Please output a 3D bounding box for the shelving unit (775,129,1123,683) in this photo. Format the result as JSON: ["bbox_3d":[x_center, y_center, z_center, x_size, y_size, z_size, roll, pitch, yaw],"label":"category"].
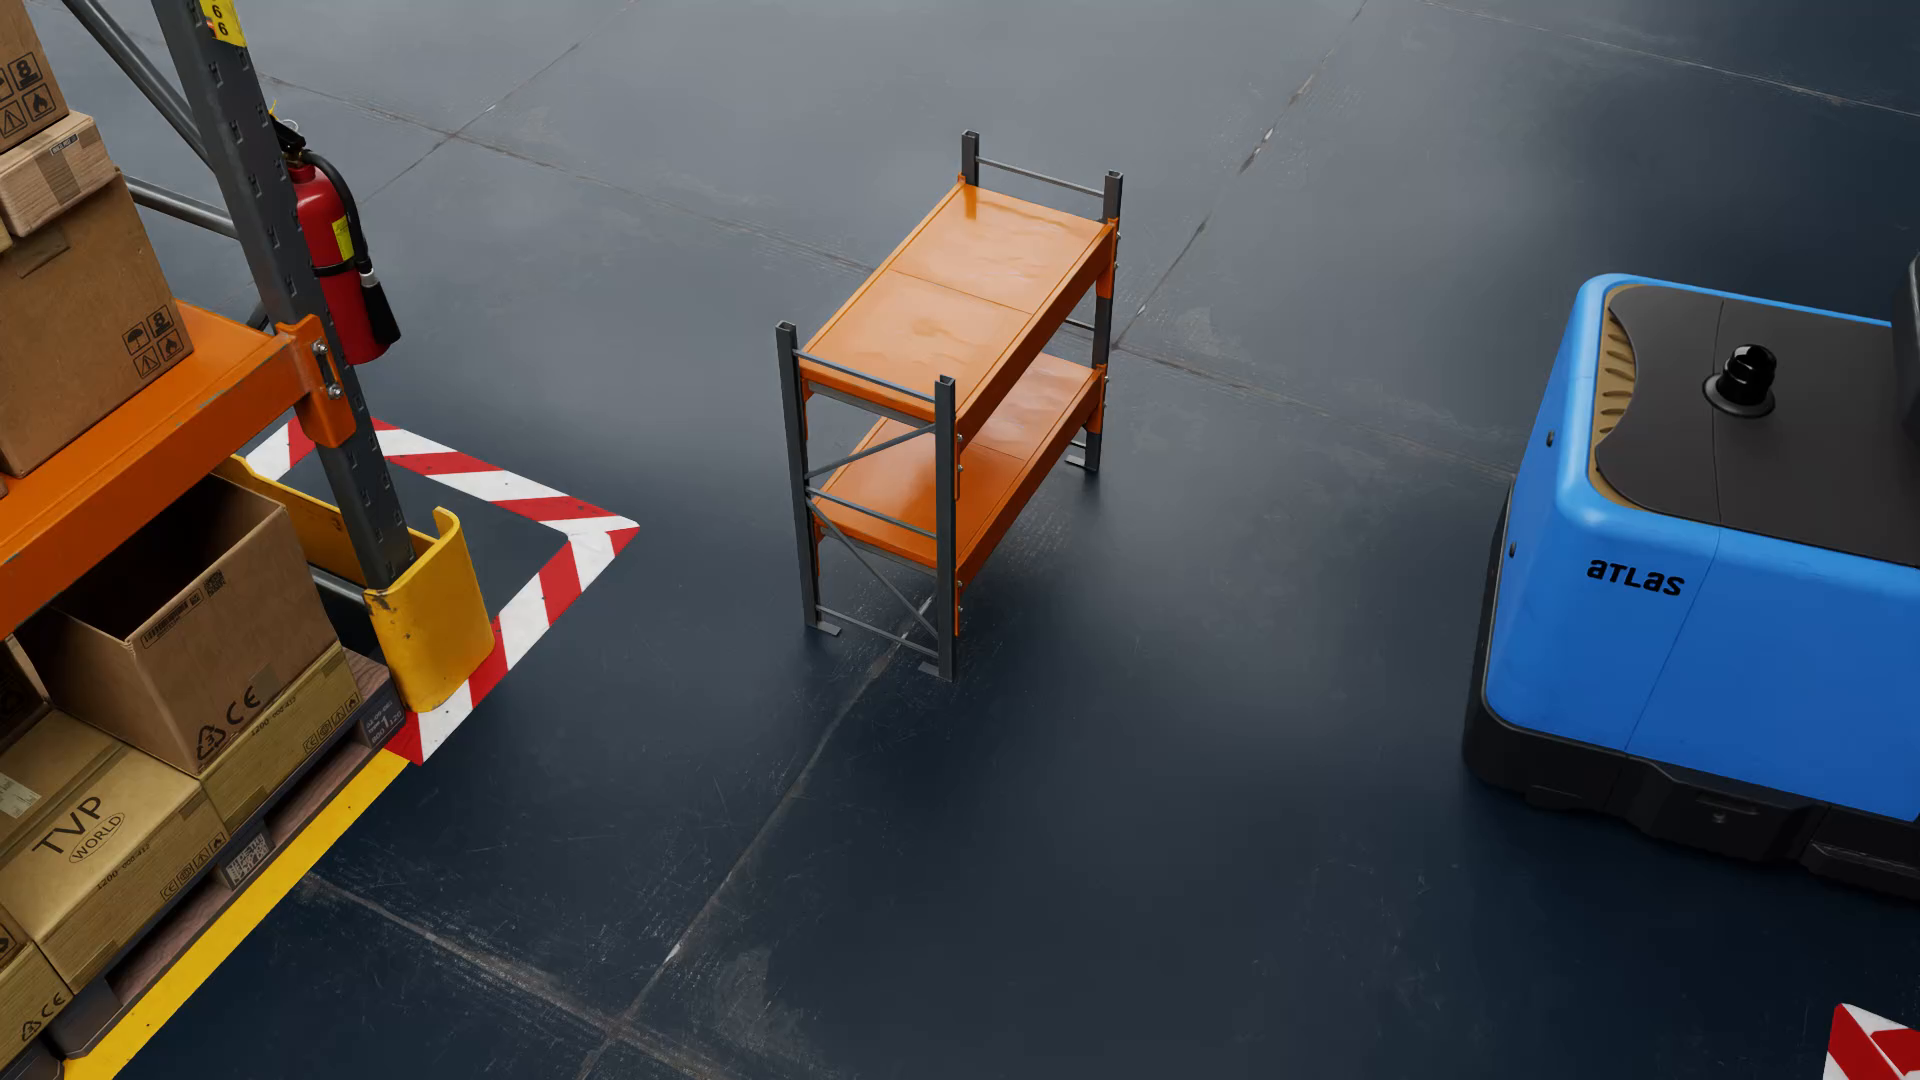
[{"bbox_3d":[-0.003,-0.391,4.846,0.538,1.125,1.048,20,49,19],"label":"shelving unit"}]

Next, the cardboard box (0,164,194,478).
[{"bbox_3d":[-2.195,-0.574,3.638,0.700,0.500,0.500,20,49,19],"label":"cardboard box"}]

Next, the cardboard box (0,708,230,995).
[{"bbox_3d":[-2.176,0.745,4.043,0.500,0.250,0.500,20,49,19],"label":"cardboard box"}]

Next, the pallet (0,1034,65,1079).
[{"bbox_3d":[-2.852,1.413,3.705,1.003,0.211,1.213,20,49,19],"label":"pallet"}]

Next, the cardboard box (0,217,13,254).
[{"bbox_3d":[-2.096,-0.623,3.230,0.380,0.149,0.250,22,49,20],"label":"cardboard box"}]

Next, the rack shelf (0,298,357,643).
[{"bbox_3d":[-2.895,0.684,2.971,1.077,0.370,4.000,20,49,19],"label":"rack shelf"}]

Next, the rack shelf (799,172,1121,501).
[{"bbox_3d":[-0.003,-0.597,4.638,0.538,0.278,1.000,20,49,19],"label":"rack shelf"}]

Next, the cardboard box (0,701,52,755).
[{"bbox_3d":[-2.642,0.571,4.215,0.500,0.250,0.500,20,49,19],"label":"cardboard box"}]

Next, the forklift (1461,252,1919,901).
[{"bbox_3d":[2.953,-0.355,3.540,3.031,2.935,1.130,13,47,13],"label":"forklift"}]

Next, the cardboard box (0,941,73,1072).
[{"bbox_3d":[-2.406,1.060,3.731,0.500,0.250,0.500,20,49,19],"label":"cardboard box"}]

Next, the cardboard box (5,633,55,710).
[{"bbox_3d":[-2.413,0.255,4.527,0.500,0.250,0.500,20,49,19],"label":"cardboard box"}]

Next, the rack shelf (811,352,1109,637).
[{"bbox_3d":[-0.003,-0.219,5.020,0.538,0.278,1.000,20,49,19],"label":"rack shelf"}]

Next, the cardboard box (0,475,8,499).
[{"bbox_3d":[-2.435,-0.241,3.309,0.700,0.500,0.500,22,49,20],"label":"cardboard box"}]

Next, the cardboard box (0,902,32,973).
[{"bbox_3d":[-2.404,0.798,3.463,0.500,0.500,0.500,20,49,19],"label":"cardboard box"}]

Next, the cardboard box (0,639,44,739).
[{"bbox_3d":[-2.643,0.307,3.949,0.500,0.500,0.500,20,49,19],"label":"cardboard box"}]

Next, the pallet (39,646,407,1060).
[{"bbox_3d":[-2.285,0.647,4.462,1.003,0.211,1.213,20,49,19],"label":"pallet"}]

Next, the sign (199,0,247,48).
[{"bbox_3d":[-1.493,-1.131,3.278,0.100,0.325,0.005,20,49,19],"label":"sign"}]

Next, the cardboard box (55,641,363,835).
[{"bbox_3d":[-1.954,0.426,4.358,0.500,0.250,0.500,20,49,19],"label":"cardboard box"}]

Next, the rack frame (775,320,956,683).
[{"bbox_3d":[-0.239,-0.071,4.529,0.500,1.125,0.032,20,49,19],"label":"rack frame"}]

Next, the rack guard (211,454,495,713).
[{"bbox_3d":[-1.956,0.035,4.864,1.175,0.500,0.348,20,49,19],"label":"rack guard"}]

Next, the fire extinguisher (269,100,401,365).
[{"bbox_3d":[-1.501,-0.723,3.910,0.296,0.674,0.183,20,49,19],"label":"fire extinguisher"}]

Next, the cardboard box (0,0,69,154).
[{"bbox_3d":[-2.220,-0.997,3.144,0.700,0.500,0.500,21,49,19],"label":"cardboard box"}]

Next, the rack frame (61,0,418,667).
[{"bbox_3d":[-1.967,-0.829,3.960,1.000,3.000,0.127,20,49,19],"label":"rack frame"}]

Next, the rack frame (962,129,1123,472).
[{"bbox_3d":[0.233,-0.711,5.162,0.500,1.125,0.032,20,49,19],"label":"rack frame"}]

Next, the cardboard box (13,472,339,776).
[{"bbox_3d":[-1.952,0.163,4.091,0.500,0.500,0.500,20,49,19],"label":"cardboard box"}]

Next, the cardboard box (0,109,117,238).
[{"bbox_3d":[-1.976,-0.788,3.394,0.380,0.149,0.250,20,49,18],"label":"cardboard box"}]
